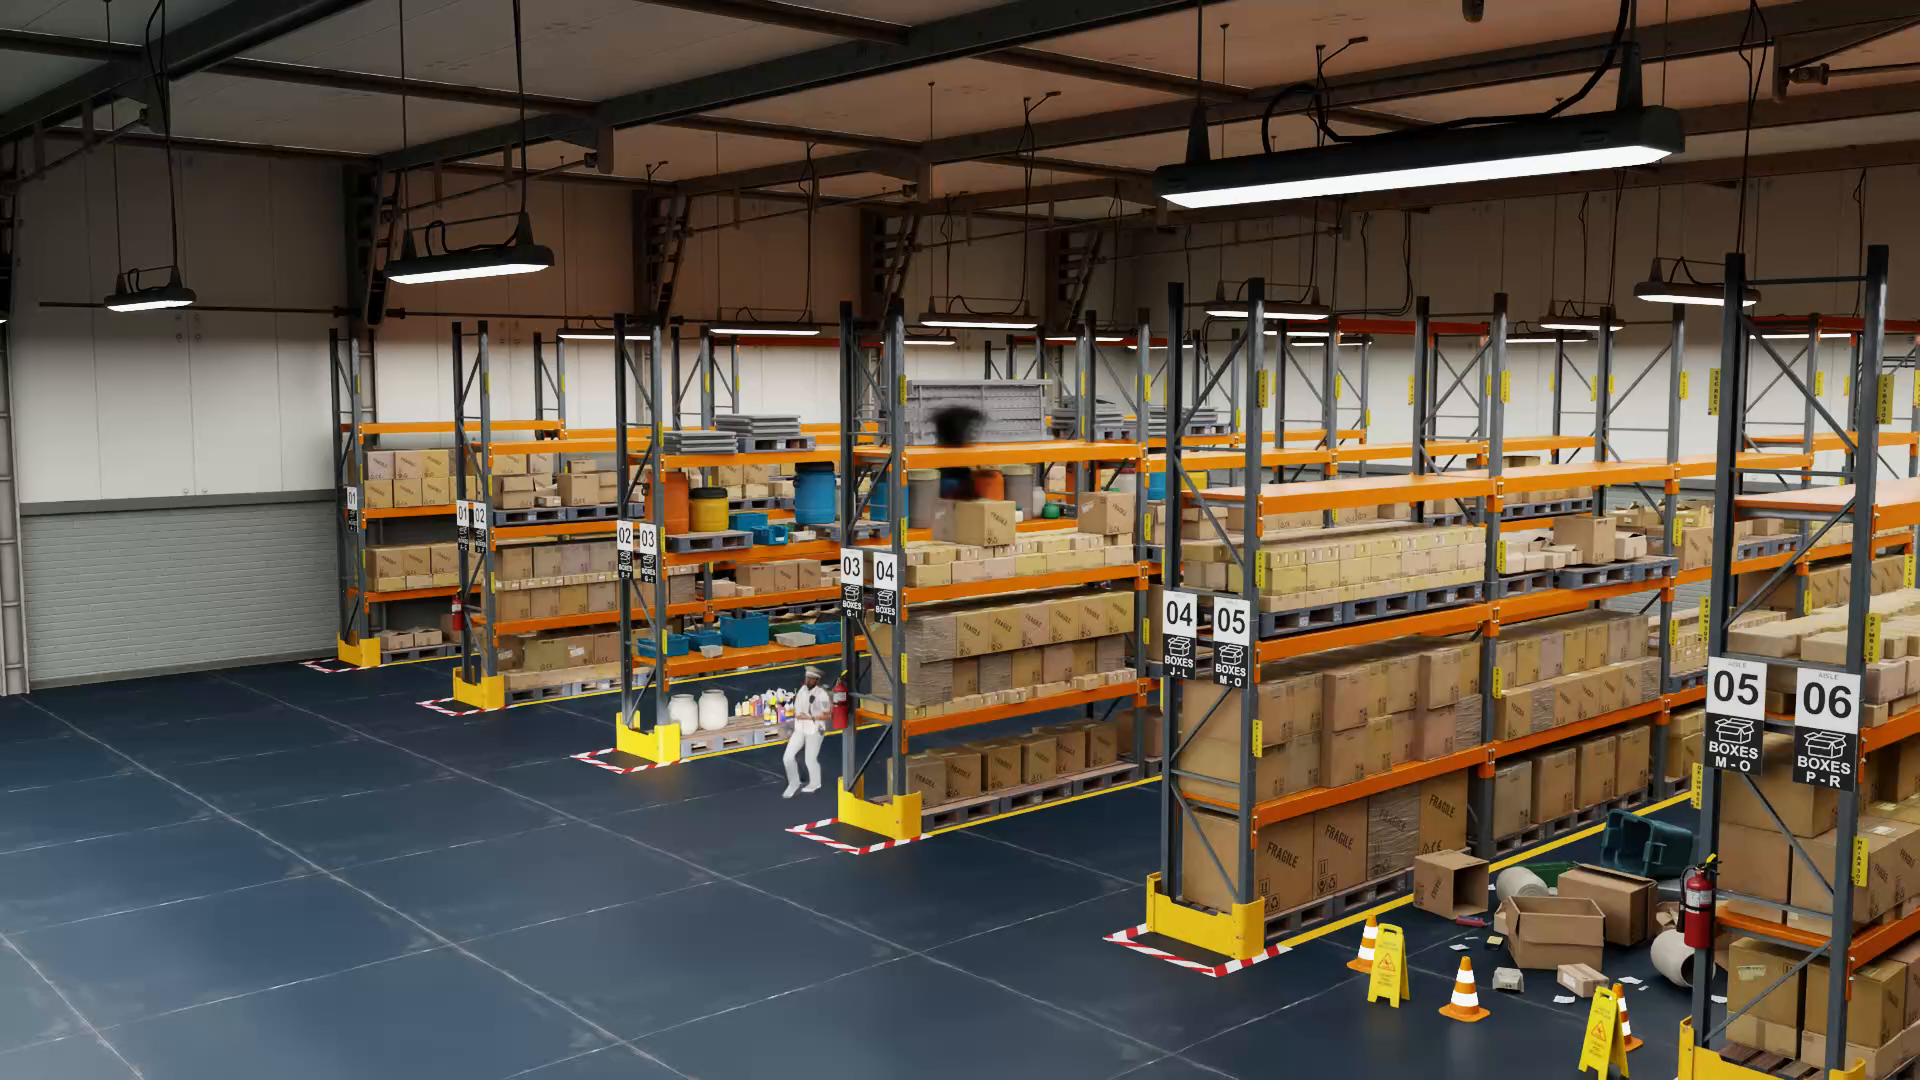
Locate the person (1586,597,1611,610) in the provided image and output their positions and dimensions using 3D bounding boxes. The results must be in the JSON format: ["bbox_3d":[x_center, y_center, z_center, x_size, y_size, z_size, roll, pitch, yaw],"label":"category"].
[{"bbox_3d":[12.095,1.216,31.689,0.689,1.724,0.849,-2,6,-17],"label":"person"}]

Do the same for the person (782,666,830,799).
[{"bbox_3d":[-1.828,2.351,20.338,0.638,1.691,0.663,3,7,30],"label":"person"}]
